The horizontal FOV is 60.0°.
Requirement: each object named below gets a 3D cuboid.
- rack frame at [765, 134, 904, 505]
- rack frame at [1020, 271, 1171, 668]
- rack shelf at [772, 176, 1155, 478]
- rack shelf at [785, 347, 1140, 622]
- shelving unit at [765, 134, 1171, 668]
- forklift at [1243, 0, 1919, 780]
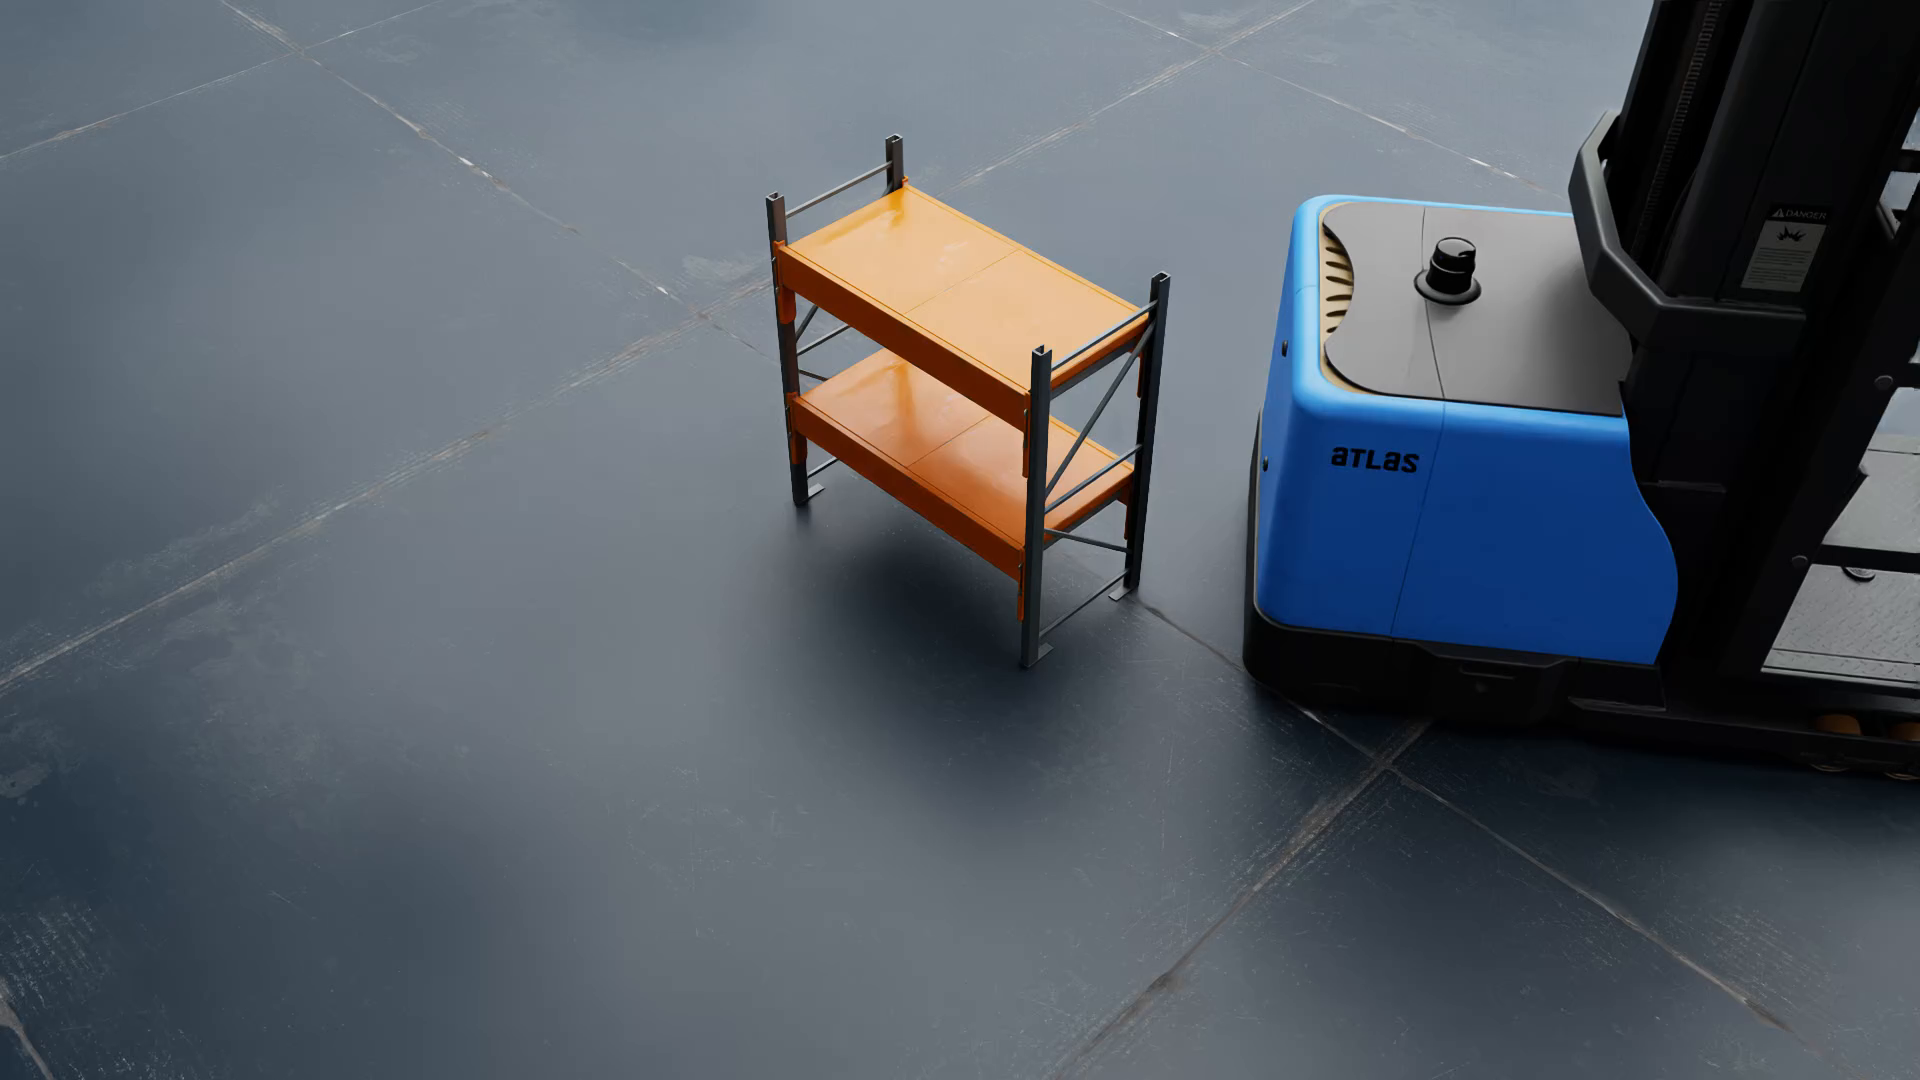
[{"bbox_3d":[-0.354,-0.654,5.129,0.500,1.125,0.032,-34,53,-31],"label":"rack frame"},{"bbox_3d":[0.364,-0.166,4.600,0.500,1.125,0.032,-34,53,-31],"label":"rack frame"},{"bbox_3d":[0.005,-0.625,4.666,0.538,0.278,1.000,-34,53,-31],"label":"rack shelf"},{"bbox_3d":[0.005,-0.230,5.031,0.538,0.278,1.000,-34,53,-31],"label":"rack shelf"},{"bbox_3d":[0.005,-0.410,4.865,0.538,1.125,1.048,-34,53,-31],"label":"shelving unit"},{"bbox_3d":[2.373,-0.811,3.968,3.031,2.935,1.130,6,43,6],"label":"forklift"}]
